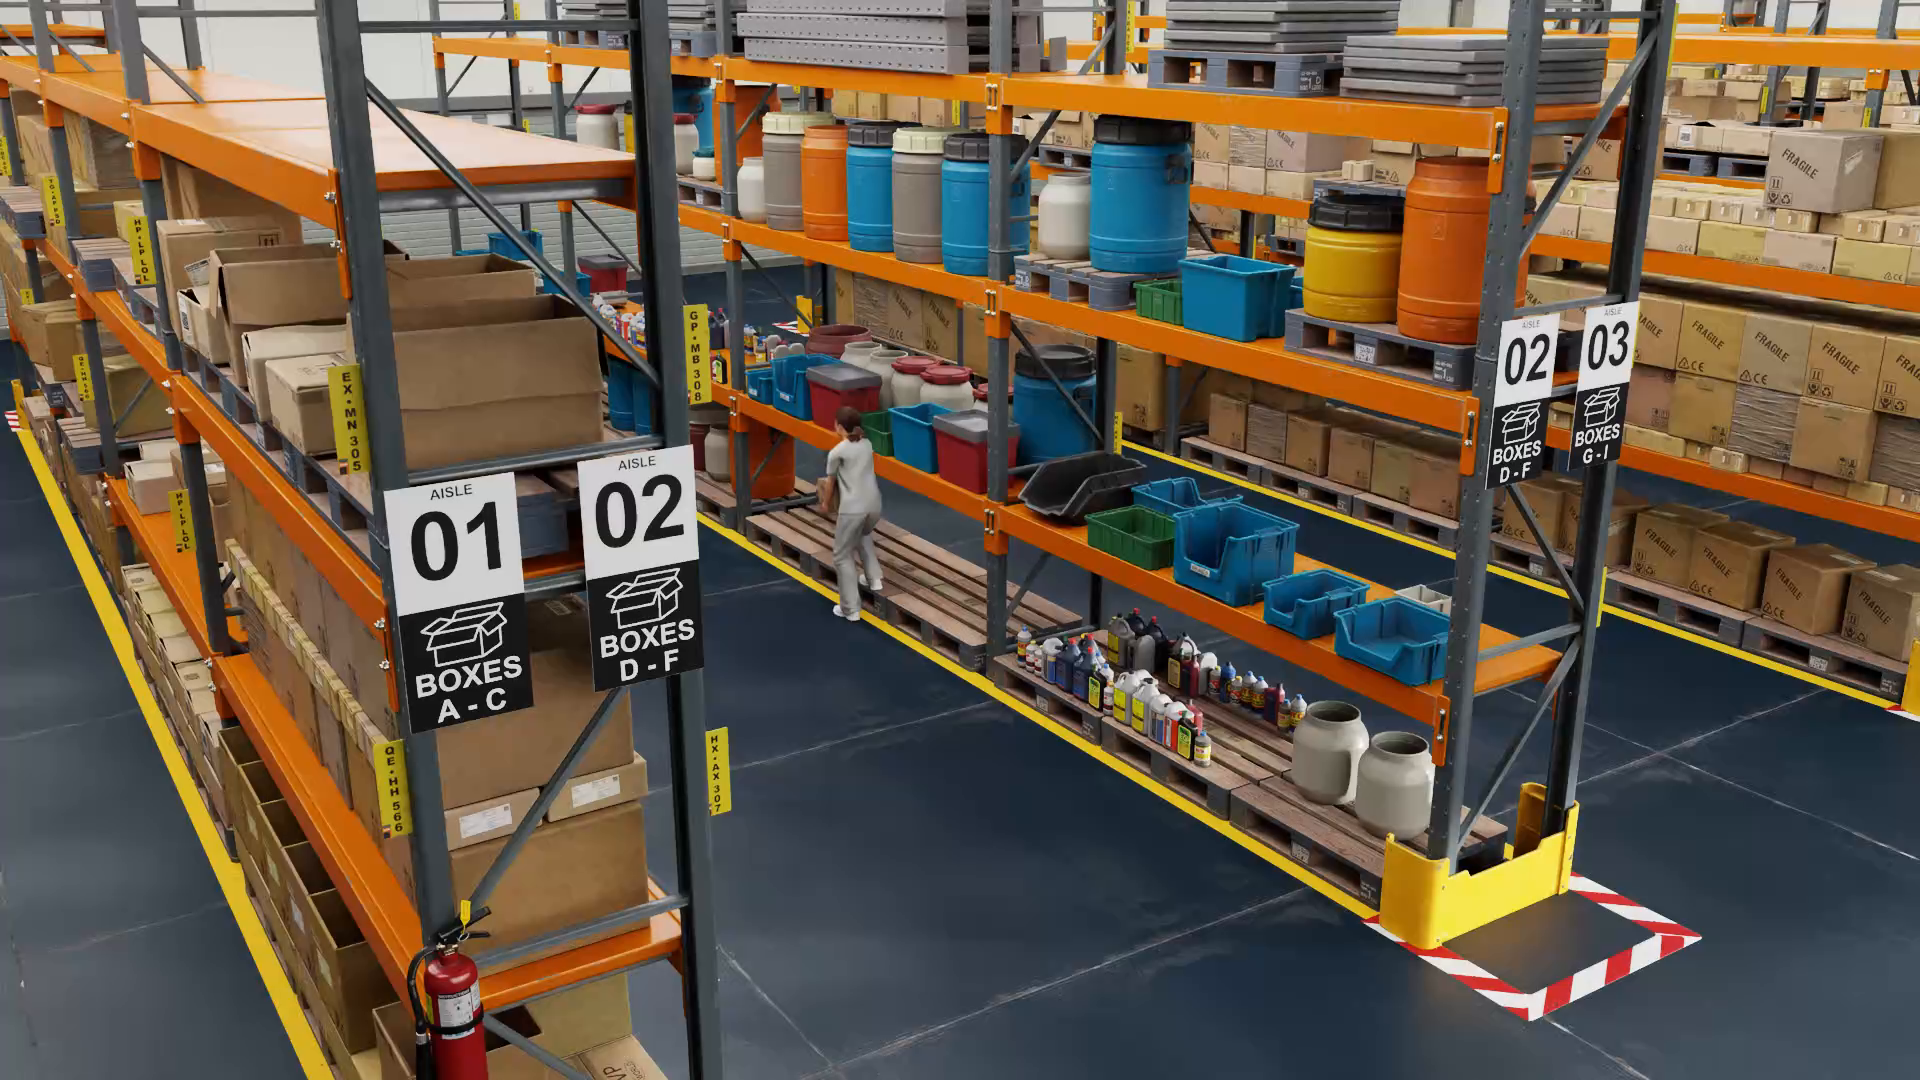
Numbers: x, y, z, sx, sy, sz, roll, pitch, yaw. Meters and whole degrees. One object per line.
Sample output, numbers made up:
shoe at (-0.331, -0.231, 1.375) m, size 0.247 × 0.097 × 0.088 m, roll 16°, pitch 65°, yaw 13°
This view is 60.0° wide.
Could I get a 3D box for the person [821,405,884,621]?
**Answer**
person at (-0.822, -0.227, 12.795) m, size 0.439 × 1.653 × 0.516 m, roll -12°, pitch 22°, yaw -32°
